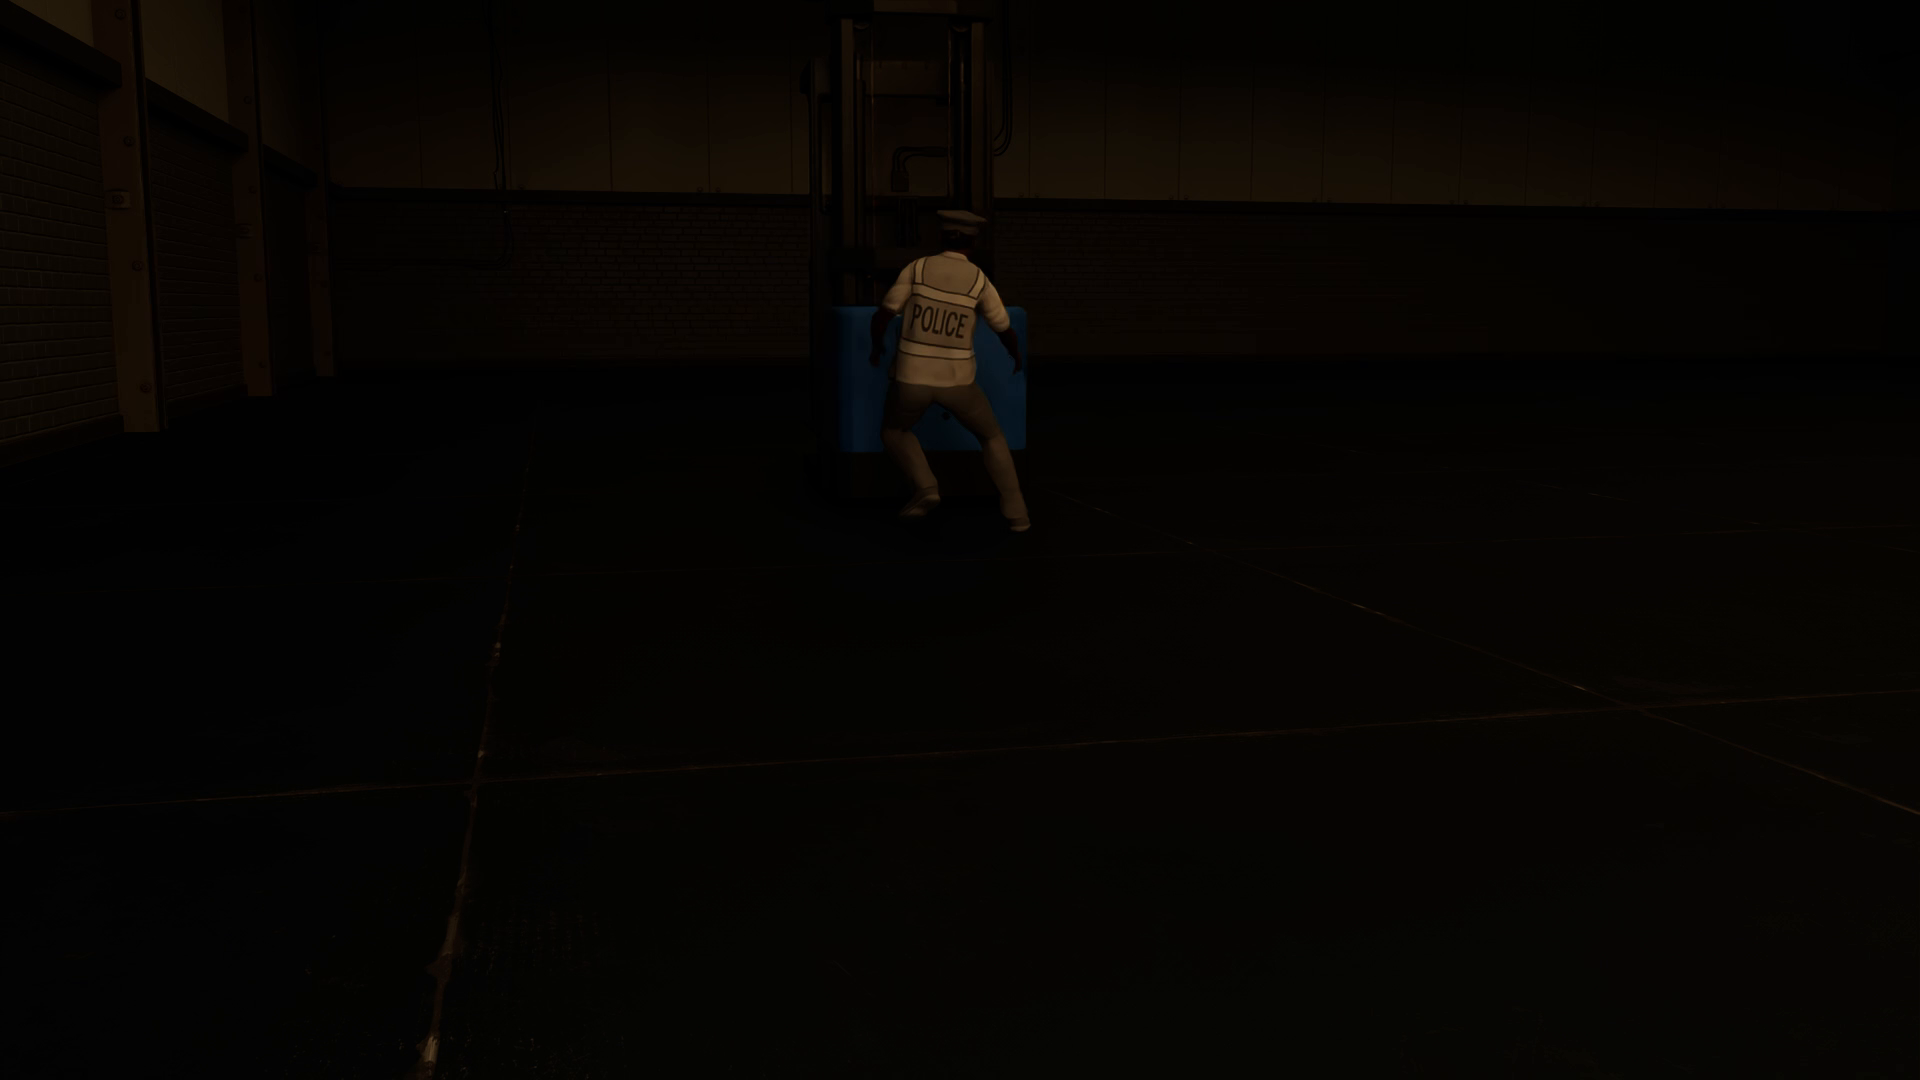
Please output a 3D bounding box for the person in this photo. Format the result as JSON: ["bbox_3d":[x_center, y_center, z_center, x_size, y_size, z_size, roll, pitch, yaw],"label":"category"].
[{"bbox_3d":[-0.048,-0.788,7.875,0.779,1.510,0.666,0,8,2],"label":"person"}]

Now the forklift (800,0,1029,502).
[{"bbox_3d":[-0.384,-1.818,10.117,1.130,2.935,3.031,-1,8,-10],"label":"forklift"}]
